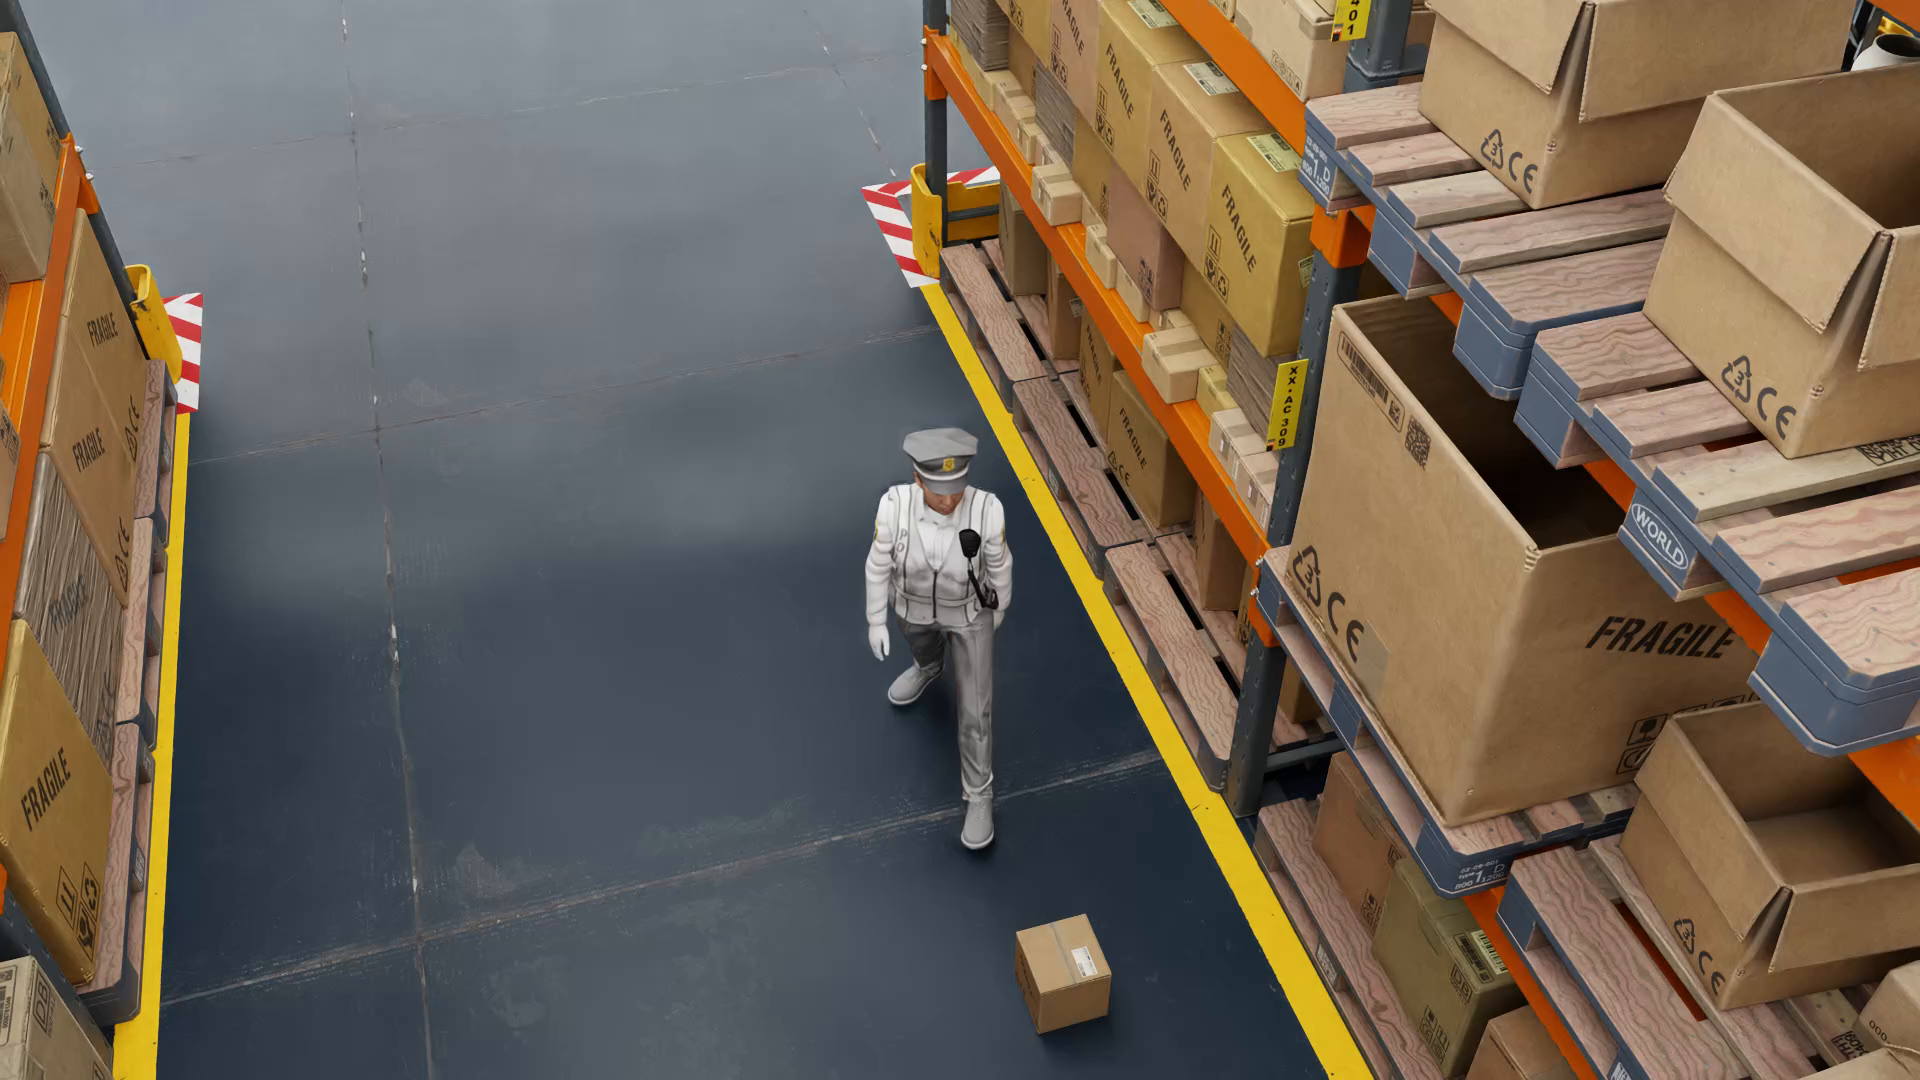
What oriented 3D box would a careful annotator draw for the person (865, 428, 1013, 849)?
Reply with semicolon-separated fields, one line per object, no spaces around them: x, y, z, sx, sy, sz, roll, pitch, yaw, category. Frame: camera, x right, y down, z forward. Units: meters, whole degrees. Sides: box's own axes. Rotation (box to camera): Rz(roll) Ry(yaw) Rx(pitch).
-0.072;0.240;5.889;0.525;1.627;0.919;7;43;7;person
